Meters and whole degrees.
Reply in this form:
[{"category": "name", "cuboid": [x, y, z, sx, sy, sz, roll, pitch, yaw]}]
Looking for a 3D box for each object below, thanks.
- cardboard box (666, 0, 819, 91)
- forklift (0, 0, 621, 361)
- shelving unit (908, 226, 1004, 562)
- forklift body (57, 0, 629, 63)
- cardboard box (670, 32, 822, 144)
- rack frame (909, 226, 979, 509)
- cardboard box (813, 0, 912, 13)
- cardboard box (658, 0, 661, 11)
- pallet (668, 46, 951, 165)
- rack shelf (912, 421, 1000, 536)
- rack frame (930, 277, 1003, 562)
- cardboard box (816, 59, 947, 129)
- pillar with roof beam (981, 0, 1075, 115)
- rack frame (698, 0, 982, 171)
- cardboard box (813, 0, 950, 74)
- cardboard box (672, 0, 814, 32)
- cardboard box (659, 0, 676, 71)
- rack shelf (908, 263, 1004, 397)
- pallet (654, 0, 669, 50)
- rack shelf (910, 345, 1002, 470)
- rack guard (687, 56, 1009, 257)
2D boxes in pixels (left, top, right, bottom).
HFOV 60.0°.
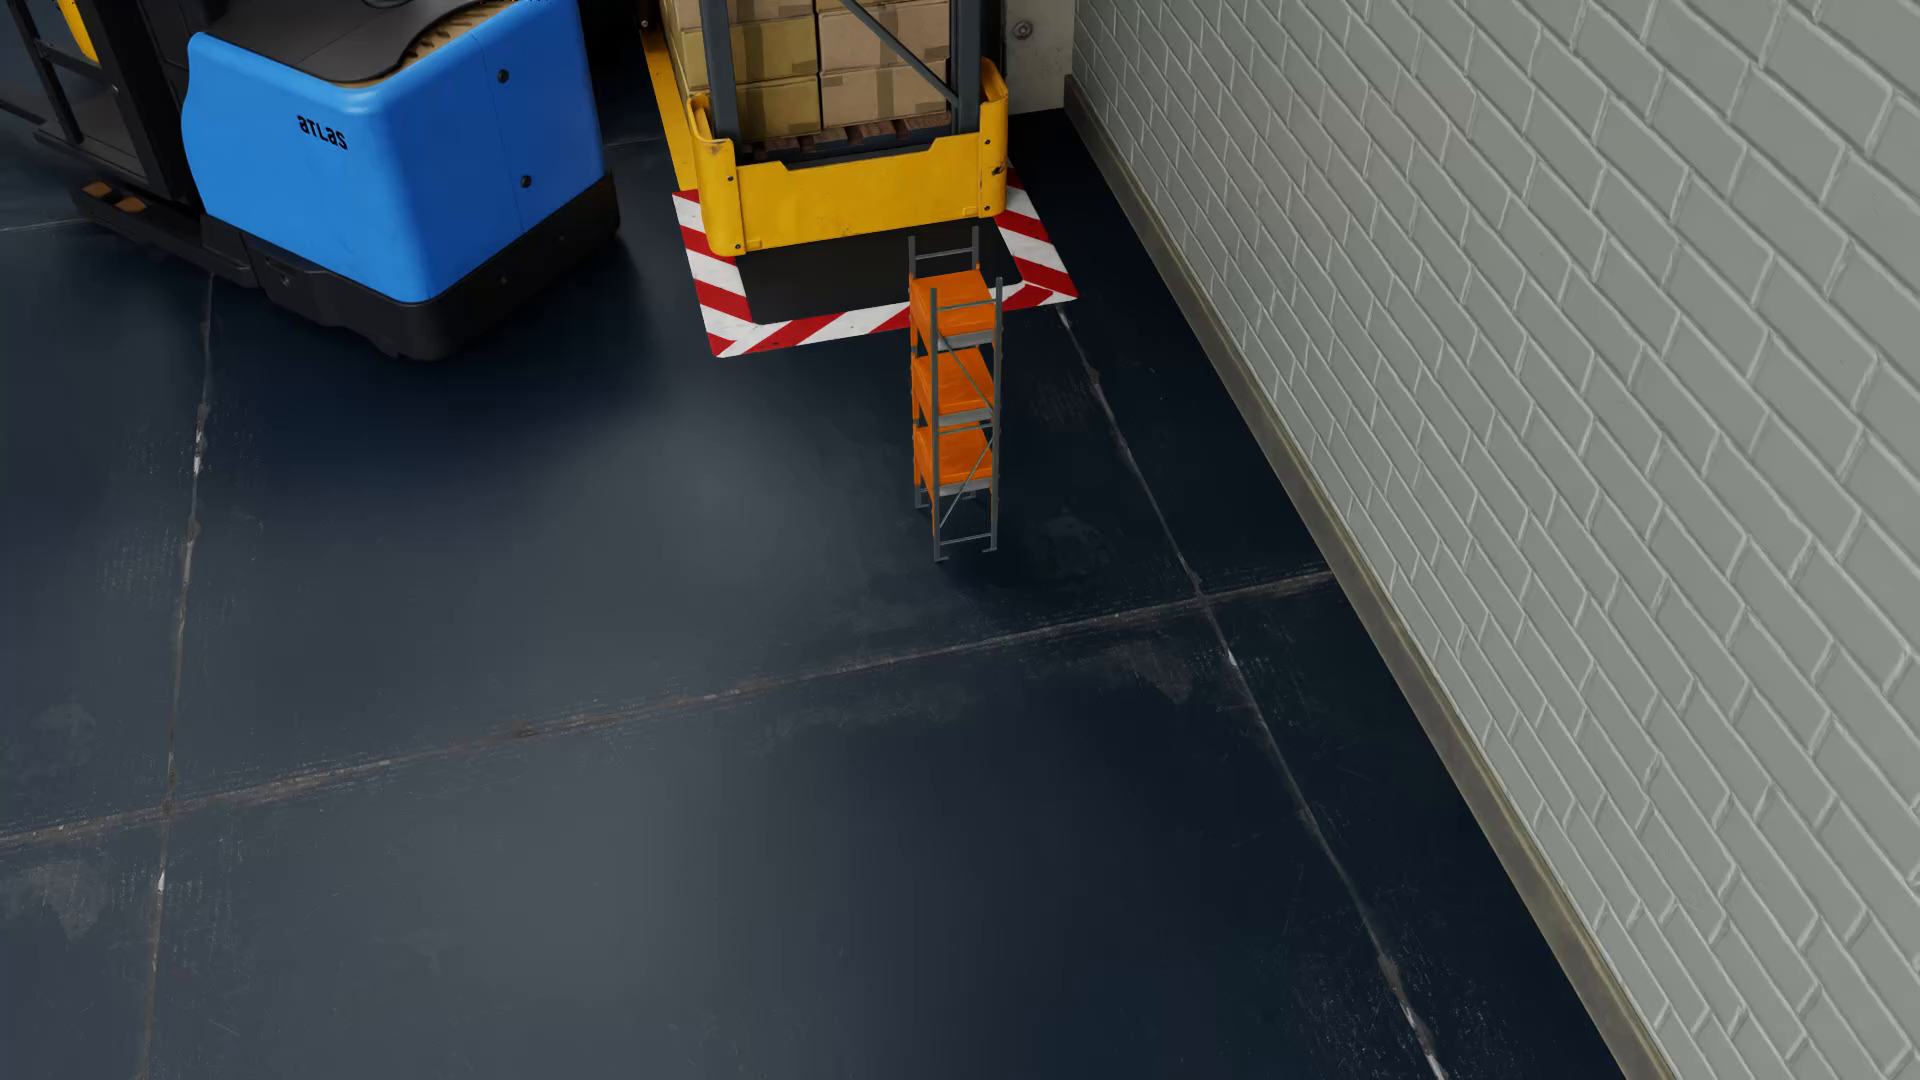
[{"category": "cardboard box", "cuboid": [-0.846, -1.994, 6.385, 0.500, 0.250, 0.500, -11, 47, -11]}, {"category": "forklift", "cuboid": [-2.810, -2.461, 5.610, 3.031, 2.935, 1.130, 24, 50, 22]}, {"category": "shelving unit", "cuboid": [-0.014, -0.404, 4.911, 0.215, 1.050, 0.252, -11, 47, -10]}, {"category": "forklift body", "cuboid": [-2.668, -3.034, 6.717, 2.313, 2.155, 1.214, -11, 47, -10]}, {"category": "cardboard box", "cuboid": [-0.845, -1.807, 6.551, 0.500, 0.250, 0.500, -10, 46, -10]}, {"category": "rack frame", "cuboid": [-0.045, -0.489, 4.994, 0.200, 1.050, 0.008, -11, 47, -10]}, {"category": "cardboard box", "cuboid": [-0.359, -2.256, 6.292, 0.500, 0.250, 0.500, -11, 47, -11]}, {"category": "cardboard box", "cuboid": [-1.082, -2.499, 7.230, 0.500, 0.250, 0.500, -10, 46, -10]}, {"category": "pallet", "cuboid": [-0.655, -1.900, 6.964, 1.003, 0.211, 1.213, -11, 47, -10]}, {"category": "rack shelf", "cuboid": [-0.014, -0.202, 5.117, 0.215, 0.259, 0.240, -11, 47, -10]}, {"category": "rack frame", "cuboid": [0.017, -0.320, 4.829, 0.200, 1.050, 0.008, -11, 47, -10]}, {"category": "cardboard box", "cuboid": [-0.356, -1.915, 6.658, 0.500, 0.250, 0.500, -11, 47, -10]}, {"category": "pillar with roof beam", "cuboid": [-3.888, -4.314, 3.177, 9.100, 9.000, 0.400, -11, 47, -10]}, {"category": "rack frame", "cuboid": [-0.419, -2.355, 5.458, 1.000, 3.000, 0.127, -11, 47, -10]}, {"category": "cardboard box", "cuboid": [-0.339, -2.078, 6.467, 0.500, 0.250, 0.500, -10, 46, -10]}, {"category": "cardboard box", "cuboid": [-0.838, -2.151, 6.189, 0.500, 0.250, 0.500, -9, 46, -9]}, {"category": "cardboard box", "cuboid": [-0.963, -2.152, 6.890, 0.500, 0.250, 0.500, -11, 47, -10]}, {"category": "rack shelf", "cuboid": [-0.014, -0.596, 4.716, 0.215, 0.259, 0.240, -11, 47, -10]}, {"category": "pallet", "cuboid": [-0.964, -2.740, 7.788, 1.003, 0.211, 1.213, -11, 47, -10]}, {"category": "rack shelf", "cuboid": [-0.014, -0.397, 4.919, 0.215, 0.259, 0.240, -11, 47, -10]}, {"category": "rack guard", "cuboid": [-0.413, -1.464, 6.335, 1.175, 0.500, 0.348, -11, 47, -10]}]
